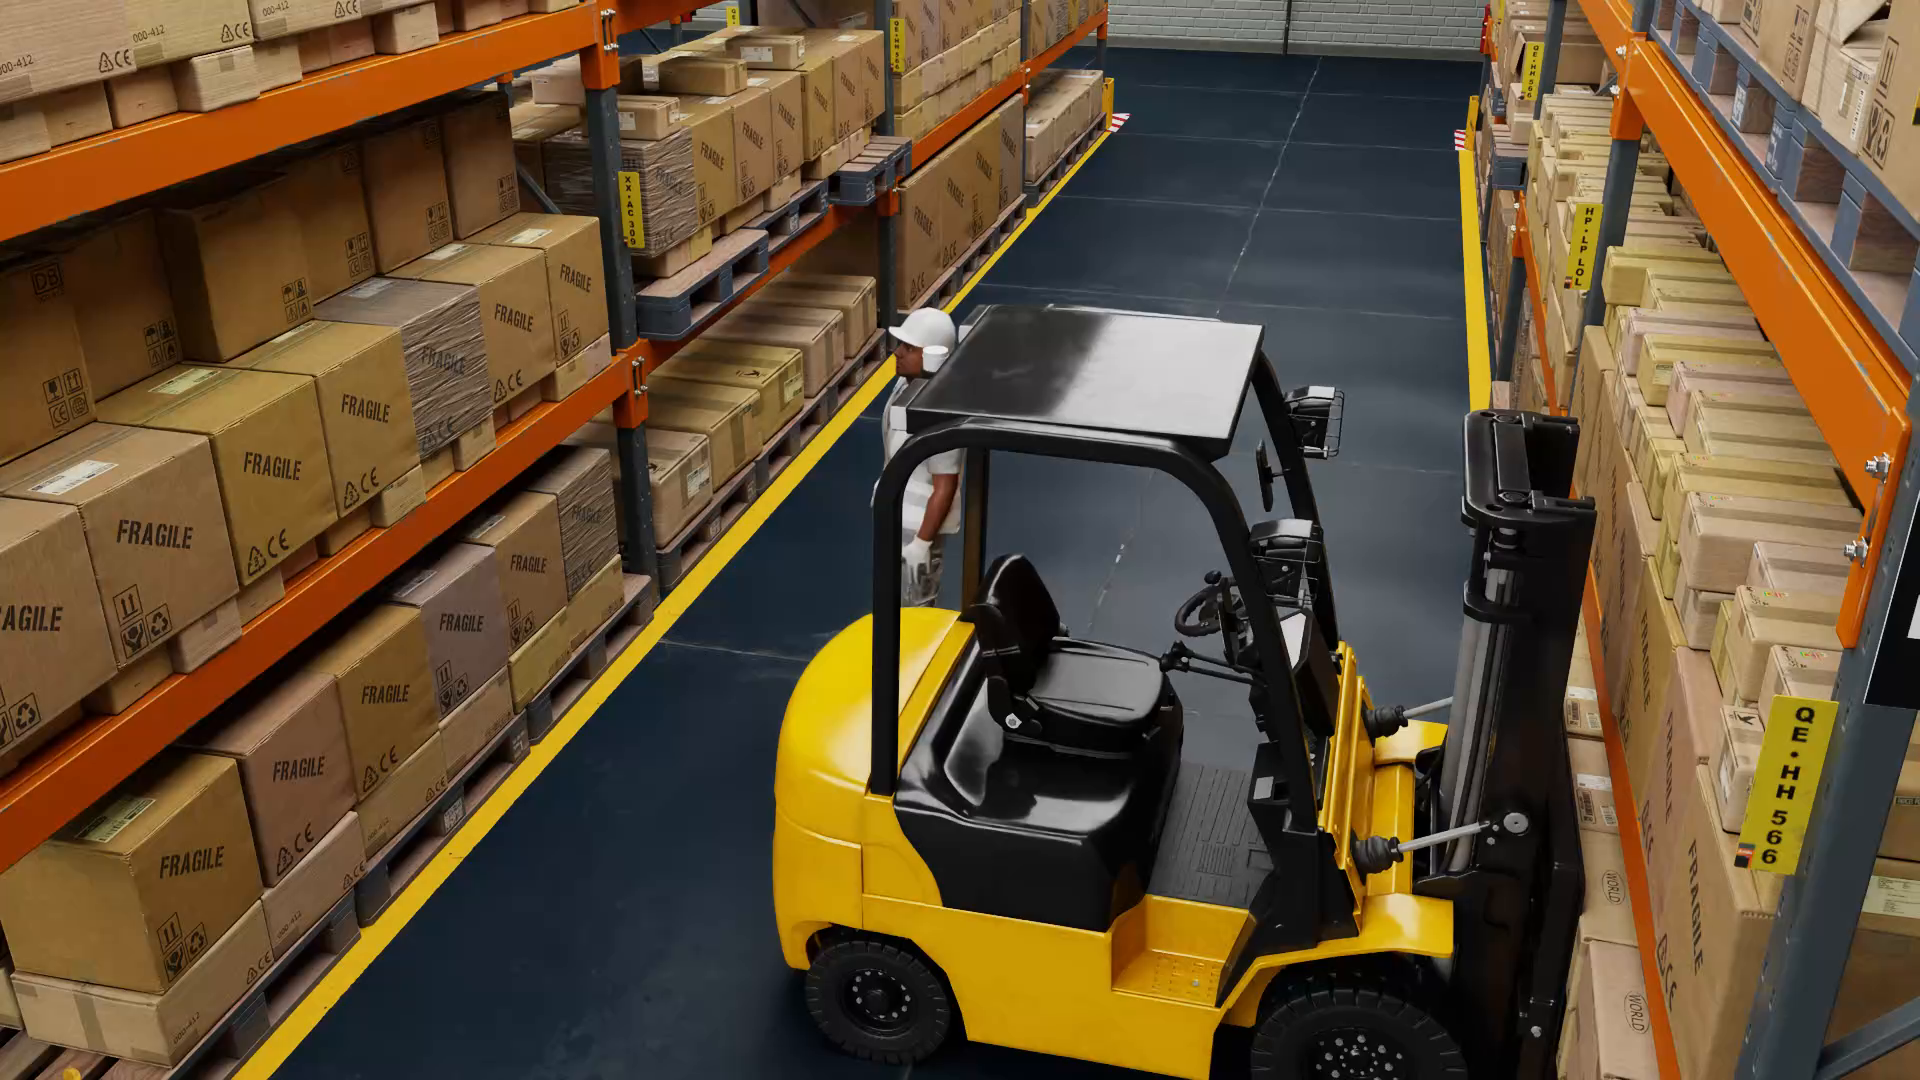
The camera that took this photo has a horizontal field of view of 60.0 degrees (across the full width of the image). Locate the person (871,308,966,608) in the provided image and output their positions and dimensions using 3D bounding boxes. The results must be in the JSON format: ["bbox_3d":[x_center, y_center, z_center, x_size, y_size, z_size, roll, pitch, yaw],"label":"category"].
[{"bbox_3d":[-0.262,-0.082,6.745,0.577,1.777,0.651,-6,26,-13],"label":"person"}]
